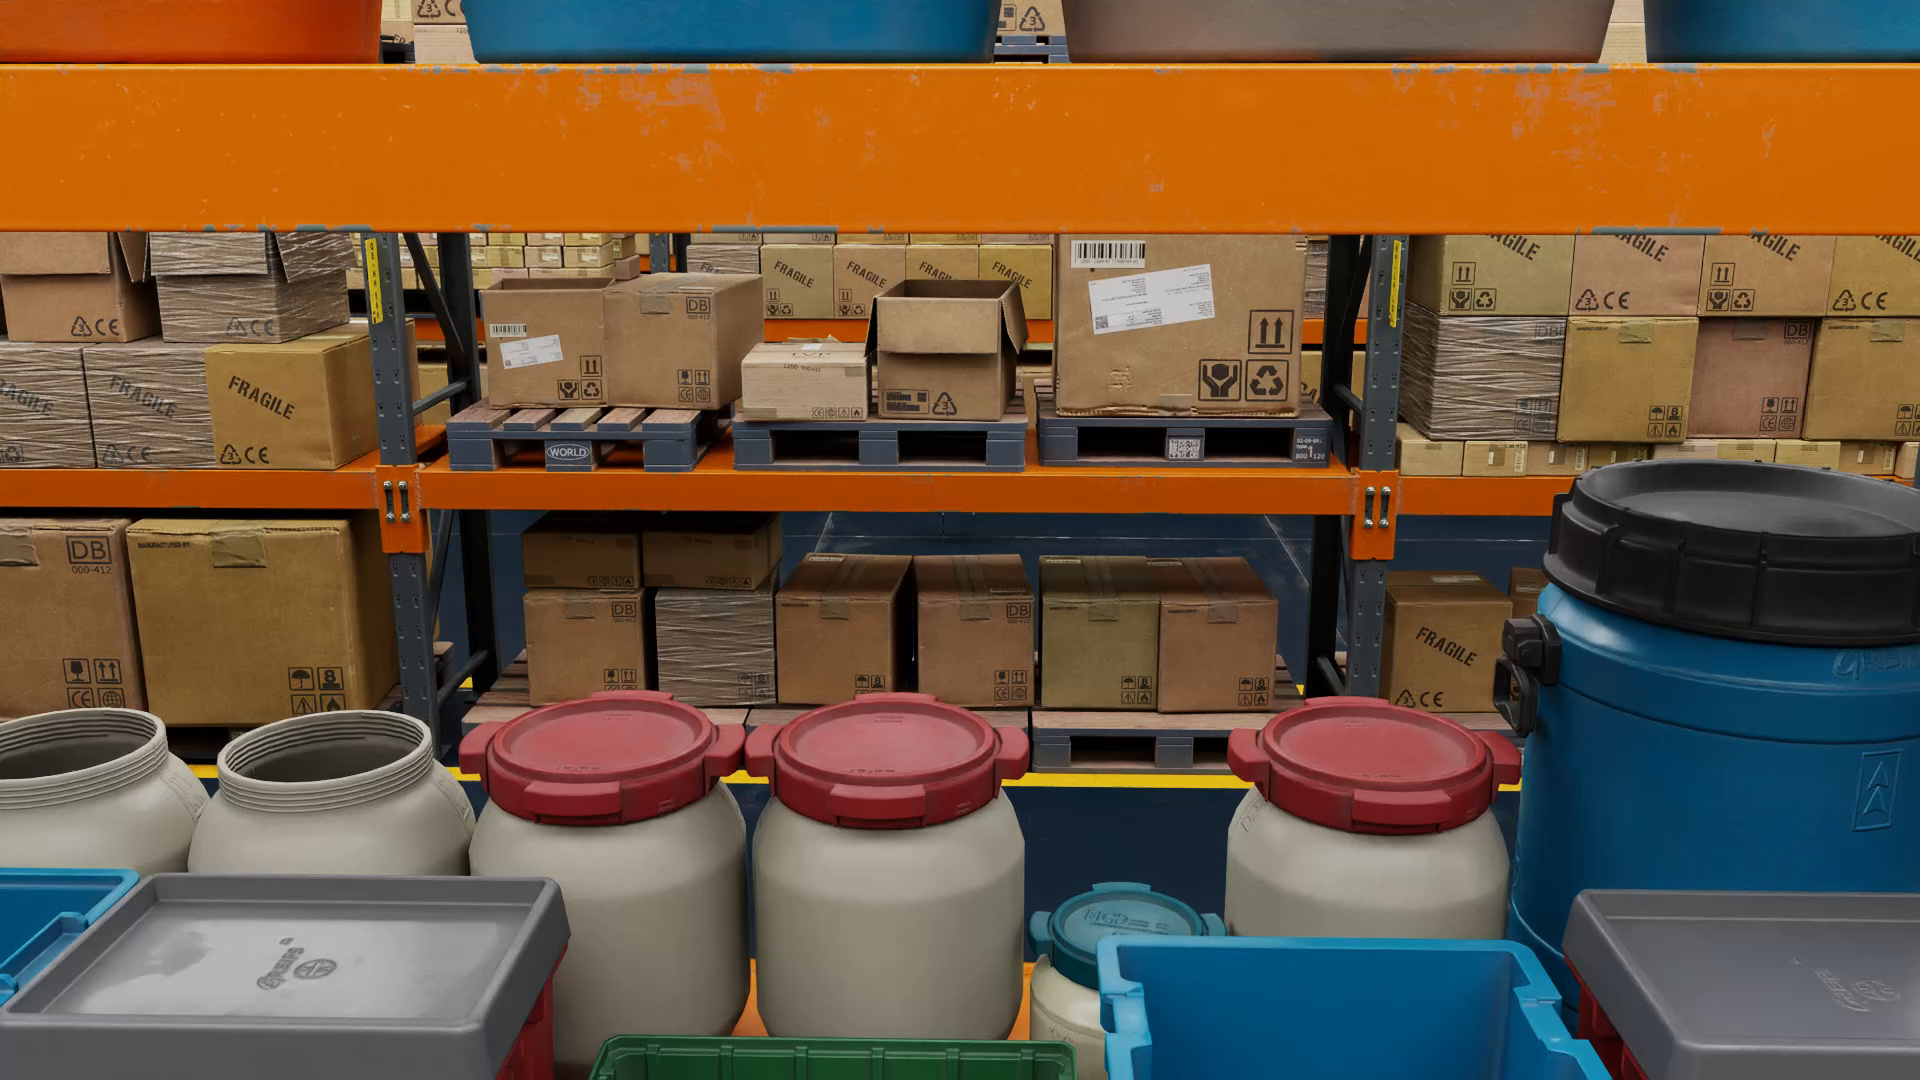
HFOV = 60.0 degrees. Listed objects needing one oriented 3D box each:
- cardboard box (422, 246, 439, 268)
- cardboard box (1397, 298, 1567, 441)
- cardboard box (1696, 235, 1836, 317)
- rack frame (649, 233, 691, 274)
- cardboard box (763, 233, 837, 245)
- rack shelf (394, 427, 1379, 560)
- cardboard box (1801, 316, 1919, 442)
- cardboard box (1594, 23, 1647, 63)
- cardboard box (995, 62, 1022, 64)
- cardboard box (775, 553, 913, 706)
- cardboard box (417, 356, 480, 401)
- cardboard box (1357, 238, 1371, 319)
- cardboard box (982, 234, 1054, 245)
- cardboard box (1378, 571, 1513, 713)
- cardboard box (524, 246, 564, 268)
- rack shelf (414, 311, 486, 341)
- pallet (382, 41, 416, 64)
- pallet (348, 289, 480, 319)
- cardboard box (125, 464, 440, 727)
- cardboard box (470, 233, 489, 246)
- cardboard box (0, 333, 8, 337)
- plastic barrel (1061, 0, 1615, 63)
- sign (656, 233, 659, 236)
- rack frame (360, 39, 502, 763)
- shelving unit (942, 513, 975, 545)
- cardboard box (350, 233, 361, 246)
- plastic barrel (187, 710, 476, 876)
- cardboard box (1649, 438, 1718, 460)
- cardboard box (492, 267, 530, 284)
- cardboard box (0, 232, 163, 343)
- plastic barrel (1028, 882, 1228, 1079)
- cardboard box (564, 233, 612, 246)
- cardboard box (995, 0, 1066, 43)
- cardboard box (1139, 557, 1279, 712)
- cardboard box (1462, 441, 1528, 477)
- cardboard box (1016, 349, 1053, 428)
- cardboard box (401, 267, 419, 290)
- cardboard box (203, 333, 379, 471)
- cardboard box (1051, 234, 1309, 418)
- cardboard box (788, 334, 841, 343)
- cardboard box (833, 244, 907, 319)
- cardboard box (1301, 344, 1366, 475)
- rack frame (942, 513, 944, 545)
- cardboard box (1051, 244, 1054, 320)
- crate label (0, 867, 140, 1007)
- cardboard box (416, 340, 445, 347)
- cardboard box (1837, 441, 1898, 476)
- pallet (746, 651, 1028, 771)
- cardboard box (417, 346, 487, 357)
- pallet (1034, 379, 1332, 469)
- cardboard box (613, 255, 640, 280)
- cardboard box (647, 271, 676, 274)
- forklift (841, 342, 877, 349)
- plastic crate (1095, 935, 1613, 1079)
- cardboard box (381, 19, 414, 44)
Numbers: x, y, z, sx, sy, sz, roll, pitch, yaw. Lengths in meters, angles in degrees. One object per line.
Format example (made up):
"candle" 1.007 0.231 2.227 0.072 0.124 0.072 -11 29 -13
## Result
"cardboard box" -3.605 -1.985 11.570 0.250 0.149 0.380 0 15 1
"cardboard box" 2.148 -0.749 7.021 0.500 0.500 0.875 0 15 1
"cardboard box" 3.143 -1.178 6.684 0.500 0.500 0.500 0 15 1
"rack frame" -2.071 -1.866 12.034 0.127 3.000 1.000 0 15 1
"cardboard box" -1.117 -2.390 11.861 0.500 0.500 0.700 0 15 1
"rack shelf" -0.299 -0.241 7.284 4.000 0.370 1.077 0 15 1
"cardboard box" 3.648 -0.746 7.008 0.500 0.500 0.875 0 15 1
"cardboard box" 2.672 -1.883 6.513 0.500 0.250 0.500 0 15 1
"cardboard box" 0.350 -4.659 16.210 0.500 0.250 0.500 1 15 2
"cardboard box" -0.507 0.395 7.499 0.500 0.500 0.700 2 15 6
"cardboard box" -3.774 -1.169 11.996 0.500 0.250 0.500 1 15 3
"cardboard box" 2.847 -1.916 11.926 0.550 0.550 0.875 0 15 1
"cardboard box" 0.412 -2.380 11.825 0.500 0.500 0.700 0 15 2
"cardboard box" 2.099 0.442 7.360 0.500 0.500 0.500 0 15 0
"cardboard box" -2.843 -1.980 11.551 0.250 0.149 0.380 1 15 4
"rack shelf" -4.070 -1.531 12.175 4.000 0.370 1.077 0 15 1
"pallet" -2.944 -1.952 6.848 1.003 0.211 1.213 1 15 4
"pallet" -4.051 -1.776 12.067 1.213 0.211 1.003 0 15 1
"cardboard box" -2.988 0.212 7.496 0.875 0.875 1.225 0 15 -1
"cardboard box" -3.353 -2.126 11.523 0.250 0.149 0.380 1 15 3
"cardboard box" -4.324 -0.601 7.043 0.500 0.500 0.500 1 15 2
"plastic barrel" 0.406 -0.958 1.728 0.600 0.901 0.600 0 15 0
"sign" -2.075 -2.249 11.371 0.005 0.325 0.100 0 15 1
"rack frame" -2.299 -0.602 7.242 0.127 3.000 1.000 0 15 1
"shelving unit" -0.008 -0.435 10.725 0.210 0.900 0.258 0 15 1
"cardboard box" -4.125 -2.133 11.546 0.250 0.149 0.380 1 15 3
"plastic barrel" -0.970 0.562 2.611 0.421 0.512 0.421 0 15 0
"cardboard box" 2.906 -0.366 6.838 0.250 0.149 0.380 0 15 1
"cardboard box" -3.081 -1.837 11.594 0.250 0.149 0.380 1 15 2
"cardboard box" -3.681 -1.149 7.154 0.637 0.503 0.797 1 15 3
"plastic barrel" 0.254 0.706 2.554 0.301 0.262 0.301 0 15 0
"cardboard box" -2.573 -2.122 11.505 0.250 0.149 0.380 0 15 -1
"cardboard box" 0.291 -2.314 6.823 0.637 0.503 0.797 1 15 4
"cardboard box" 1.087 0.410 7.442 0.500 0.500 0.700 -1 15 -3
"cardboard box" 2.157 -0.371 6.860 0.250 0.149 0.380 0 15 1
"cardboard box" 0.341 -0.944 12.124 0.750 0.750 1.050 0 15 1
"cardboard box" -3.858 -1.844 11.617 0.250 0.149 0.380 1 15 3
"cardboard box" -2.798 -0.590 7.002 0.500 0.500 0.500 1 15 3
"cardboard box" 0.909 -1.110 7.168 1.000 1.000 1.000 0 15 2
"cardboard box" -0.625 -0.798 7.425 0.258 0.266 0.396 0 15 0
"cardboard box" -0.617 -1.837 11.726 0.500 0.500 0.500 0 15 1
"cardboard box" 2.555 -0.994 12.069 0.875 0.875 0.875 1 15 2
"rack frame" -0.110 -0.436 10.728 0.006 0.900 0.240 0 15 1
"cardboard box" 0.894 -1.827 11.689 0.500 0.500 0.500 0 15 1
"crate label" -1.439 0.719 2.164 0.616 0.435 0.502 0 15 1
"cardboard box" -5.422 -2.347 17.199 0.875 0.875 0.875 1 15 3
"cardboard box" 3.658 -0.380 6.893 0.250 0.149 0.380 0 15 1
"pallet" -0.301 0.760 7.544 1.213 0.211 1.003 0 15 1
"cardboard box" -3.755 -1.299 12.491 0.500 0.250 0.500 0 15 2
"pallet" 0.940 -0.525 7.327 1.213 0.211 1.003 0 15 1
"cardboard box" -2.513 -2.002 12.218 0.250 0.149 0.380 0 15 1
"cardboard box" -2.734 -2.331 17.136 0.875 0.875 0.875 0 15 1
"forklift" 0.198 -2.521 14.649 3.031 2.935 1.130 -1 15 -4
"plastic crate" 0.463 0.767 2.084 0.575 0.384 0.392 0 15 1
"cardboard box" -3.648 -3.308 11.423 0.500 0.500 0.500 0 15 1
